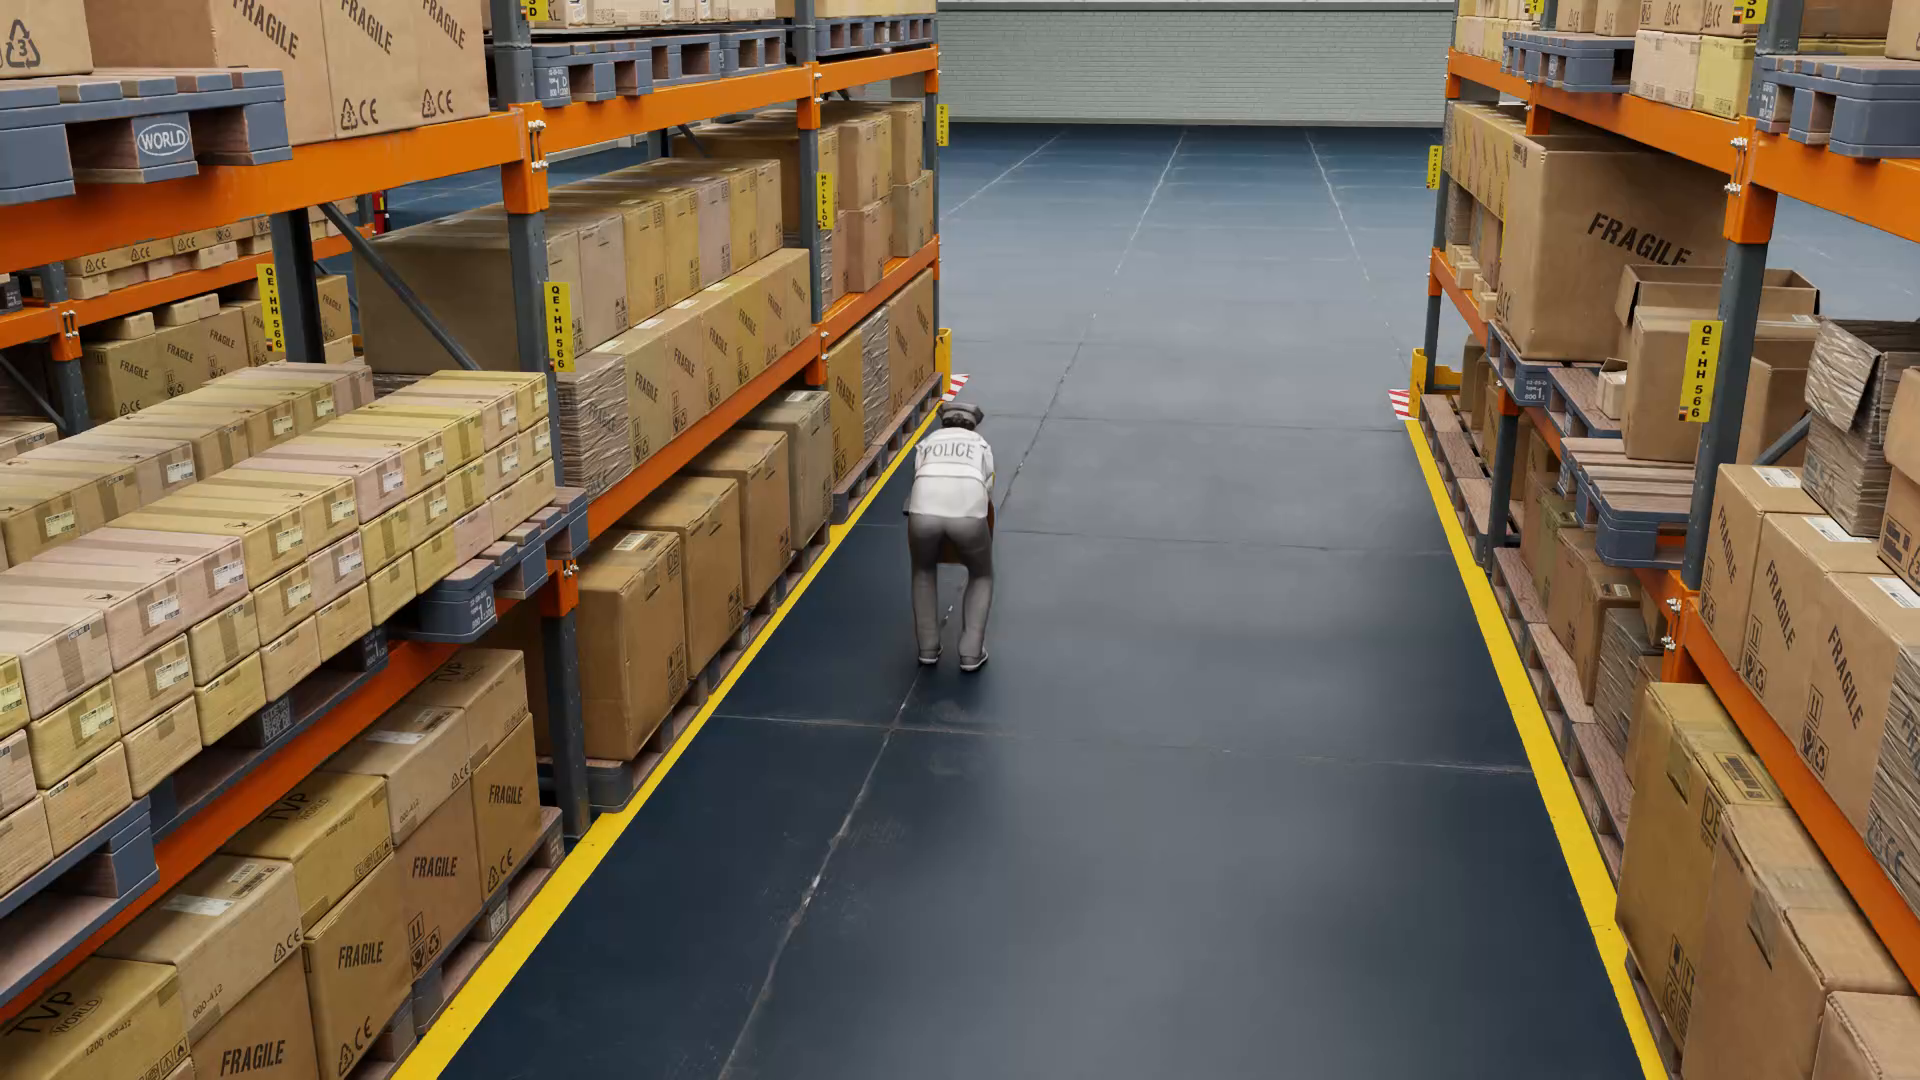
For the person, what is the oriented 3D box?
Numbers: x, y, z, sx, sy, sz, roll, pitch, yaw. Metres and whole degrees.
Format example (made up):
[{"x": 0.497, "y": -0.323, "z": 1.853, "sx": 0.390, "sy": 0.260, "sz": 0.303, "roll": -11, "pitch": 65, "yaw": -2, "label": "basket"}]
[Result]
[{"x": -0.027, "y": -0.031, "z": 8.359, "sx": 0.427, "sy": 1.230, "sz": 0.909, "roll": 2, "pitch": 18, "yaw": 7, "label": "person"}]
